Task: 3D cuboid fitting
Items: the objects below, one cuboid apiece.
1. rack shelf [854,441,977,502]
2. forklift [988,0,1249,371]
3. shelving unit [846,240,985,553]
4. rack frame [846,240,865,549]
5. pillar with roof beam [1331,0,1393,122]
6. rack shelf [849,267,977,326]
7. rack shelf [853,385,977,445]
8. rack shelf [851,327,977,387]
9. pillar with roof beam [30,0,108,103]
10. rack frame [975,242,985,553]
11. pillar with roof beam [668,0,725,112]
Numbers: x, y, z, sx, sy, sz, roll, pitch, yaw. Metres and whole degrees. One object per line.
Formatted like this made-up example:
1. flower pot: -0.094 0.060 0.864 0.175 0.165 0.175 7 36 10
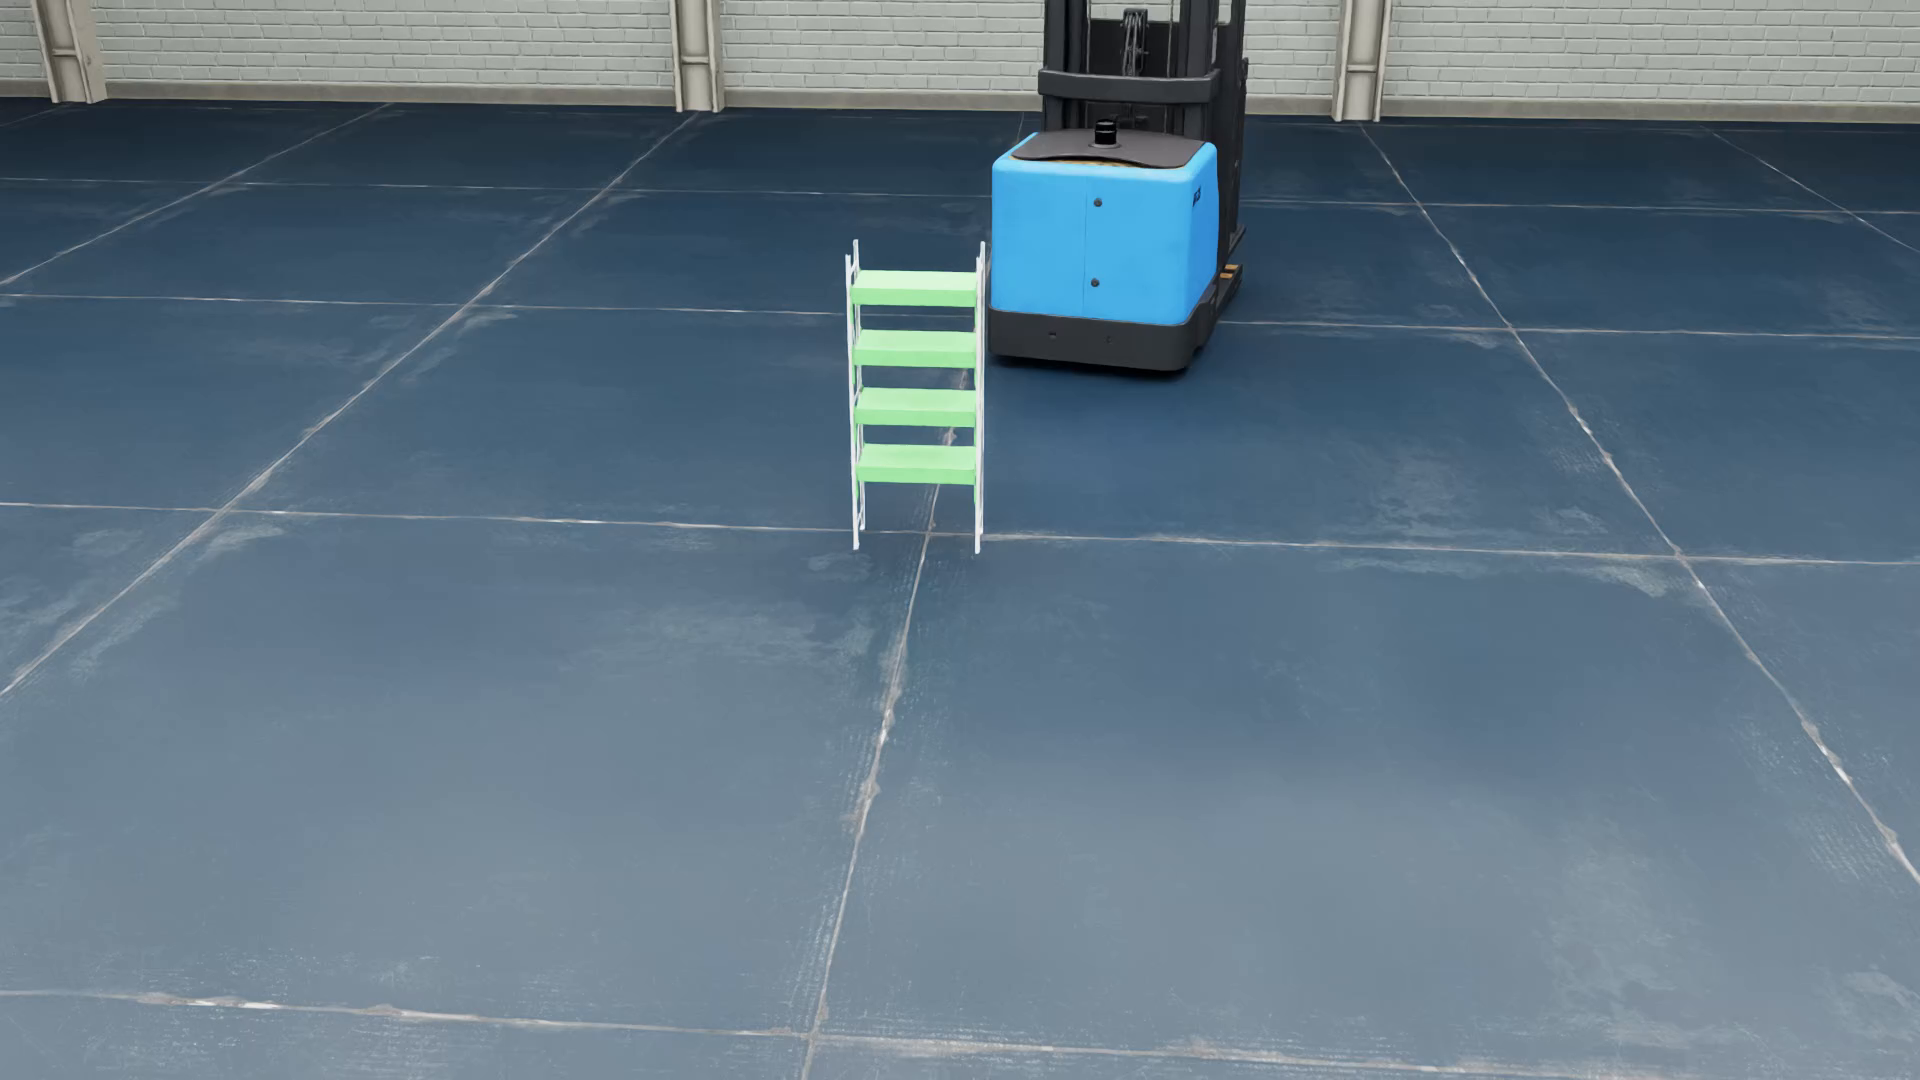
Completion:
1. rack shelf: -0.165 -0.274 6.638 0.480 0.148 0.258 2 25 4
2. forklift: 1.068 -2.782 9.290 1.130 2.935 3.031 7 26 15
3. shelving unit: -0.165 -0.550 6.511 0.503 1.200 0.258 2 25 4
4. rack frame: -0.408 -0.558 6.528 0.015 1.200 0.240 2 25 4
5. pillar with roof beam: 3.244 -6.109 9.261 0.400 9.000 9.100 2 25 4
6. rack shelf: -0.165 -0.928 6.337 0.480 0.148 0.258 2 25 4
7. rack shelf: -0.165 -0.492 6.537 0.480 0.148 0.258 2 25 4
8. rack shelf: -0.165 -0.710 6.437 0.480 0.148 0.258 2 25 4
9. pillar with roof beam: -8.721 -6.493 10.096 0.400 9.000 9.100 2 25 4
10. rack frame: 0.078 -0.543 6.494 0.015 1.200 0.240 2 25 4
11. pillar with roof beam: -2.738 -6.301 9.679 0.400 9.000 9.100 2 25 4
